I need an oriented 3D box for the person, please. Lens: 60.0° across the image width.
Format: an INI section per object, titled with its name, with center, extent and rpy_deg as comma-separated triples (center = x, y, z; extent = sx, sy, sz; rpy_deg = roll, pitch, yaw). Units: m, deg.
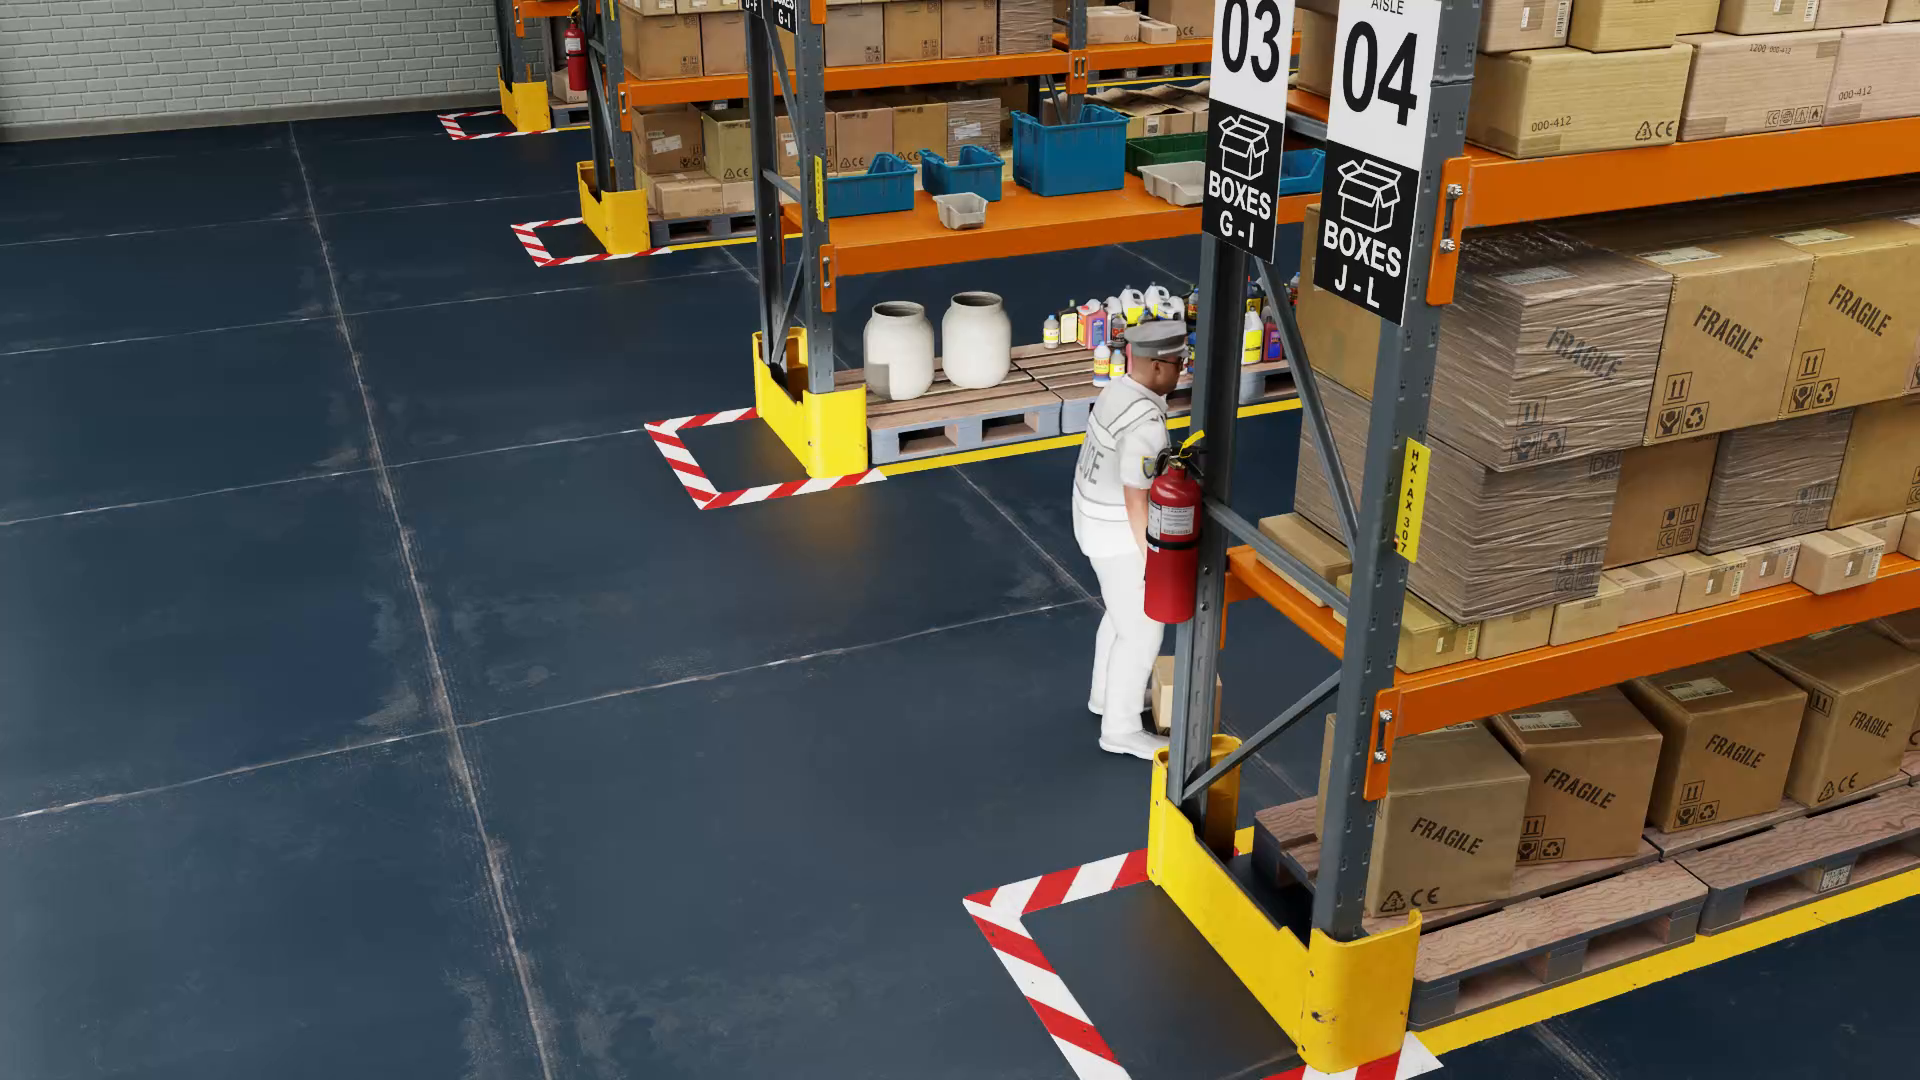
[person]
center = 0.671, -0.017, 6.635
extent = 0.428, 1.751, 0.605
rpy_deg = -2, 26, -4
